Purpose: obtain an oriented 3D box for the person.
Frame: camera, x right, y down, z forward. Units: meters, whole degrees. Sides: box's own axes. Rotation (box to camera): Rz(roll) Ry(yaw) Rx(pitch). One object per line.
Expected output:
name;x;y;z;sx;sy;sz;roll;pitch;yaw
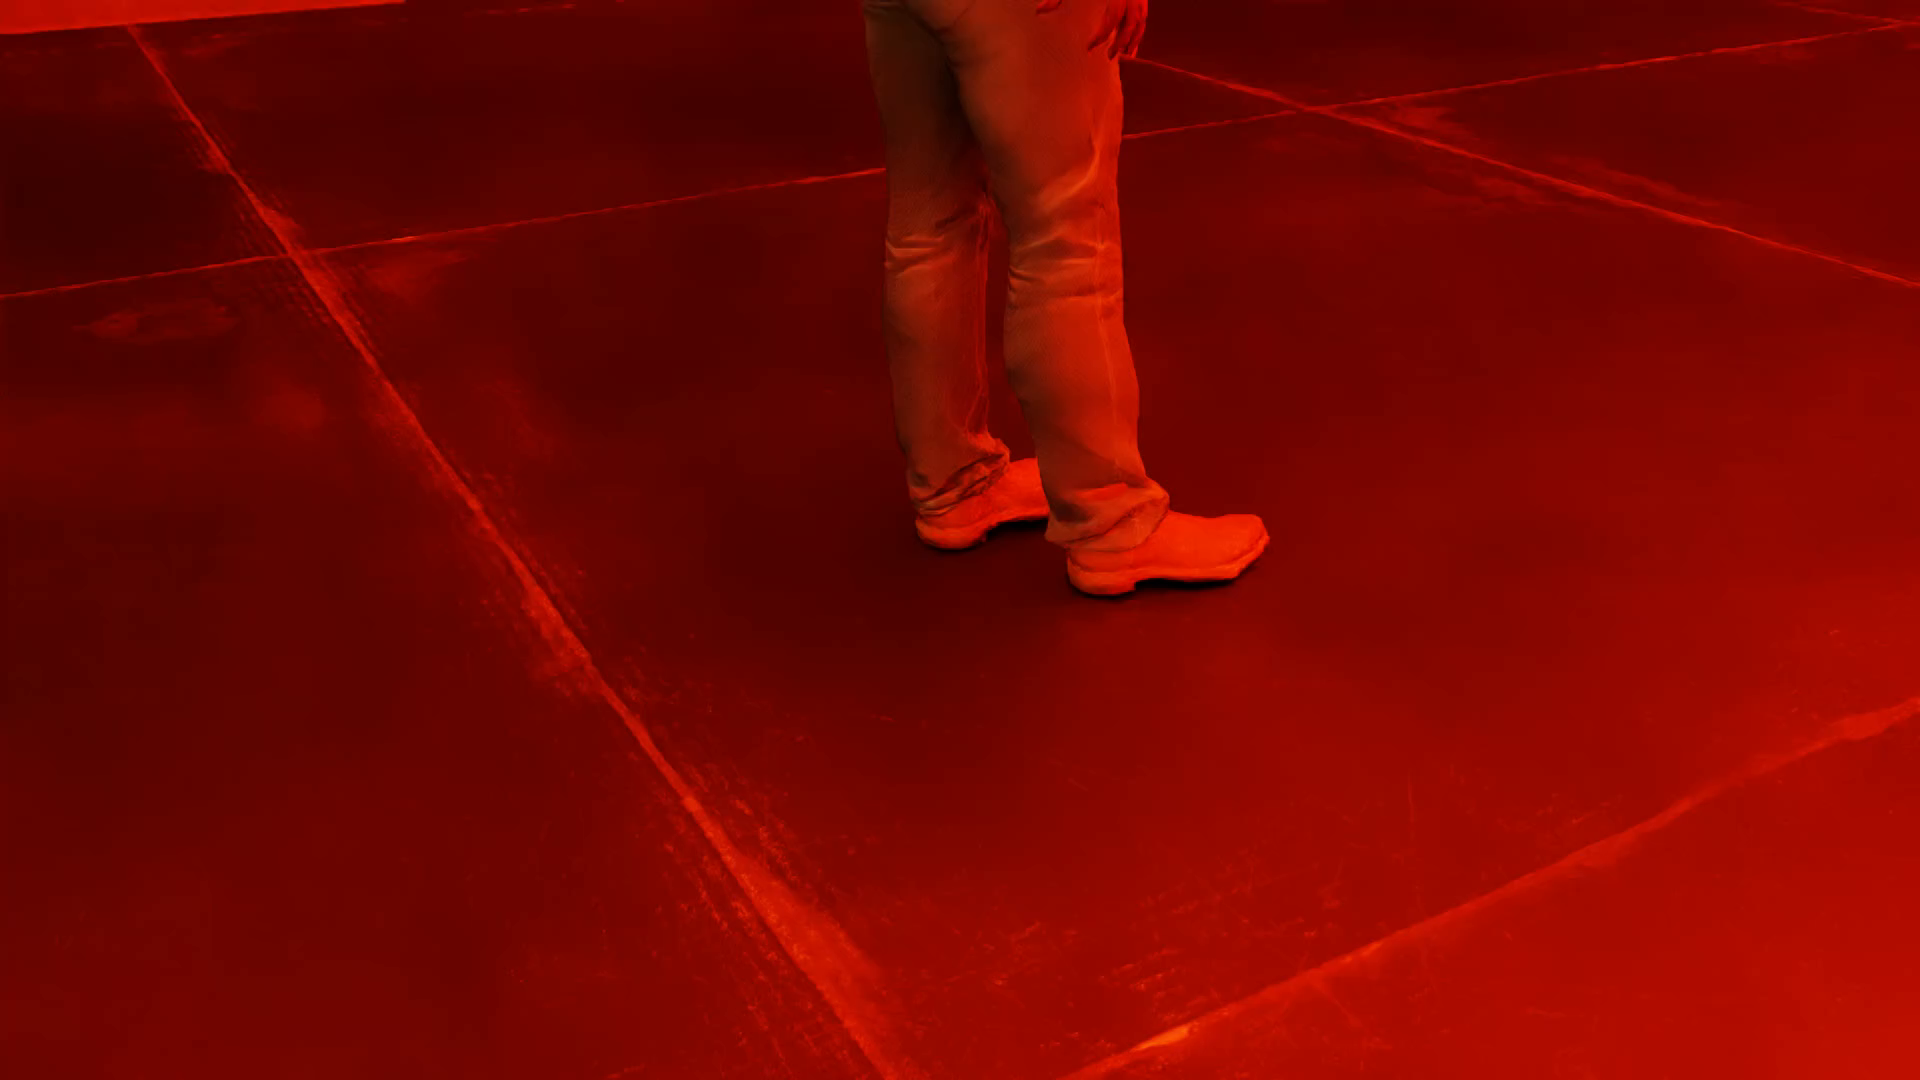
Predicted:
person;0.063;-0.805;2.125;0.576;1.760;0.665;-15;30;-26
